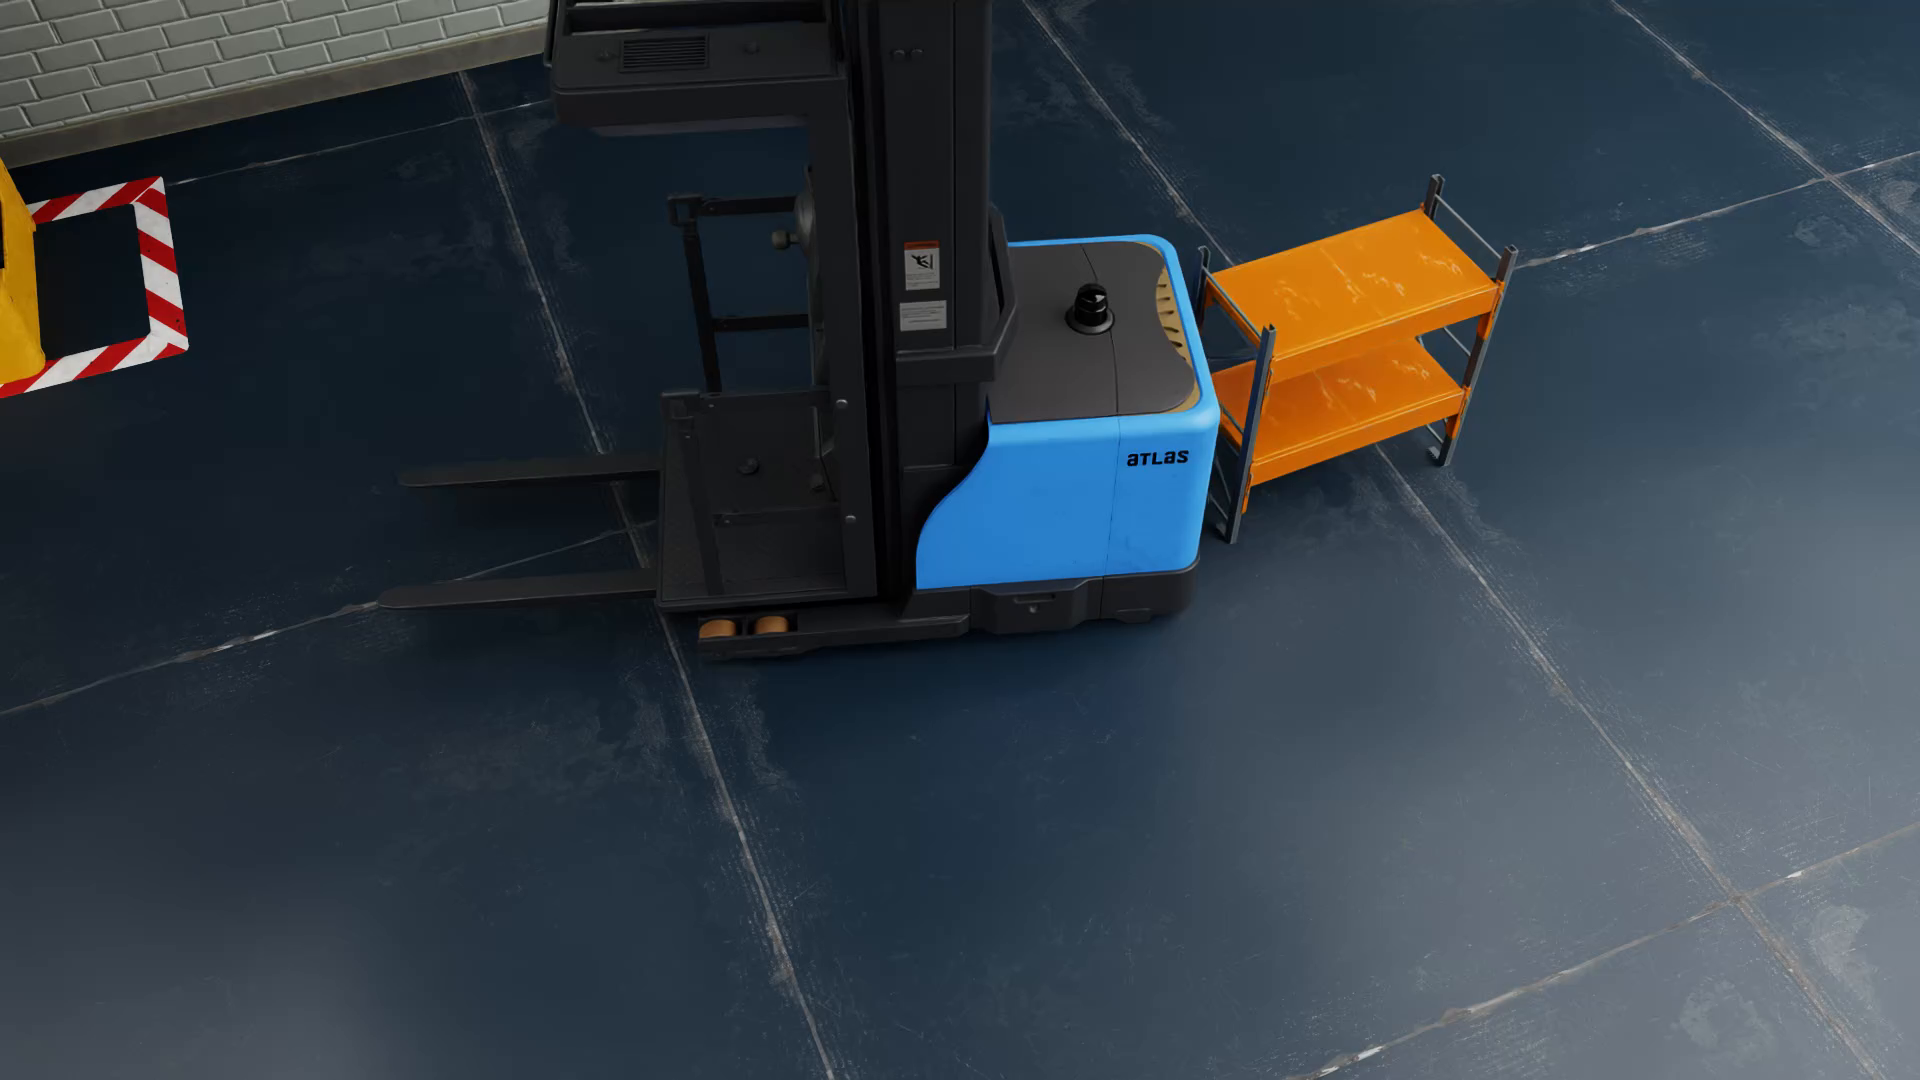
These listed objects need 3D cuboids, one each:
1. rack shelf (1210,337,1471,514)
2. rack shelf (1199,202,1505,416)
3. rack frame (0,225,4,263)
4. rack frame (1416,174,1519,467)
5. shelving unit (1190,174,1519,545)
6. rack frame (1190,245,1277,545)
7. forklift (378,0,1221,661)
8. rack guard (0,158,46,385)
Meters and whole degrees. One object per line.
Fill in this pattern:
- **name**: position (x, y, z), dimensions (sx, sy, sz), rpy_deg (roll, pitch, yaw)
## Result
- **rack shelf**: position (1.439, -0.525, 6.623), dimensions (1.000, 0.278, 0.538), rpy_deg (-19, 52, -16)
- **rack shelf**: position (1.439, -0.875, 6.215), dimensions (1.000, 0.278, 0.538), rpy_deg (-19, 52, -16)
- **rack frame**: position (-4.366, -2.054, 6.378), dimensions (0.127, 3.000, 1.000), rpy_deg (-17, 52, -14)
- **rack frame**: position (1.901, -0.844, 6.574), dimensions (0.032, 1.125, 0.500), rpy_deg (-19, 52, -16)
- **shelving unit**: position (1.439, -0.684, 6.437), dimensions (1.048, 1.125, 0.538), rpy_deg (-19, 52, -16)
- **rack frame**: position (0.976, -0.525, 6.300), dimensions (0.032, 1.125, 0.500), rpy_deg (-19, 52, -16)
- **forklift**: position (-0.657, -0.927, 5.455), dimensions (3.031, 2.935, 1.130), rpy_deg (-4, 49, -4)
- **rack guard**: position (-4.344, -1.247, 7.332), dimensions (0.348, 0.500, 1.175), rpy_deg (-17, 52, -14)
